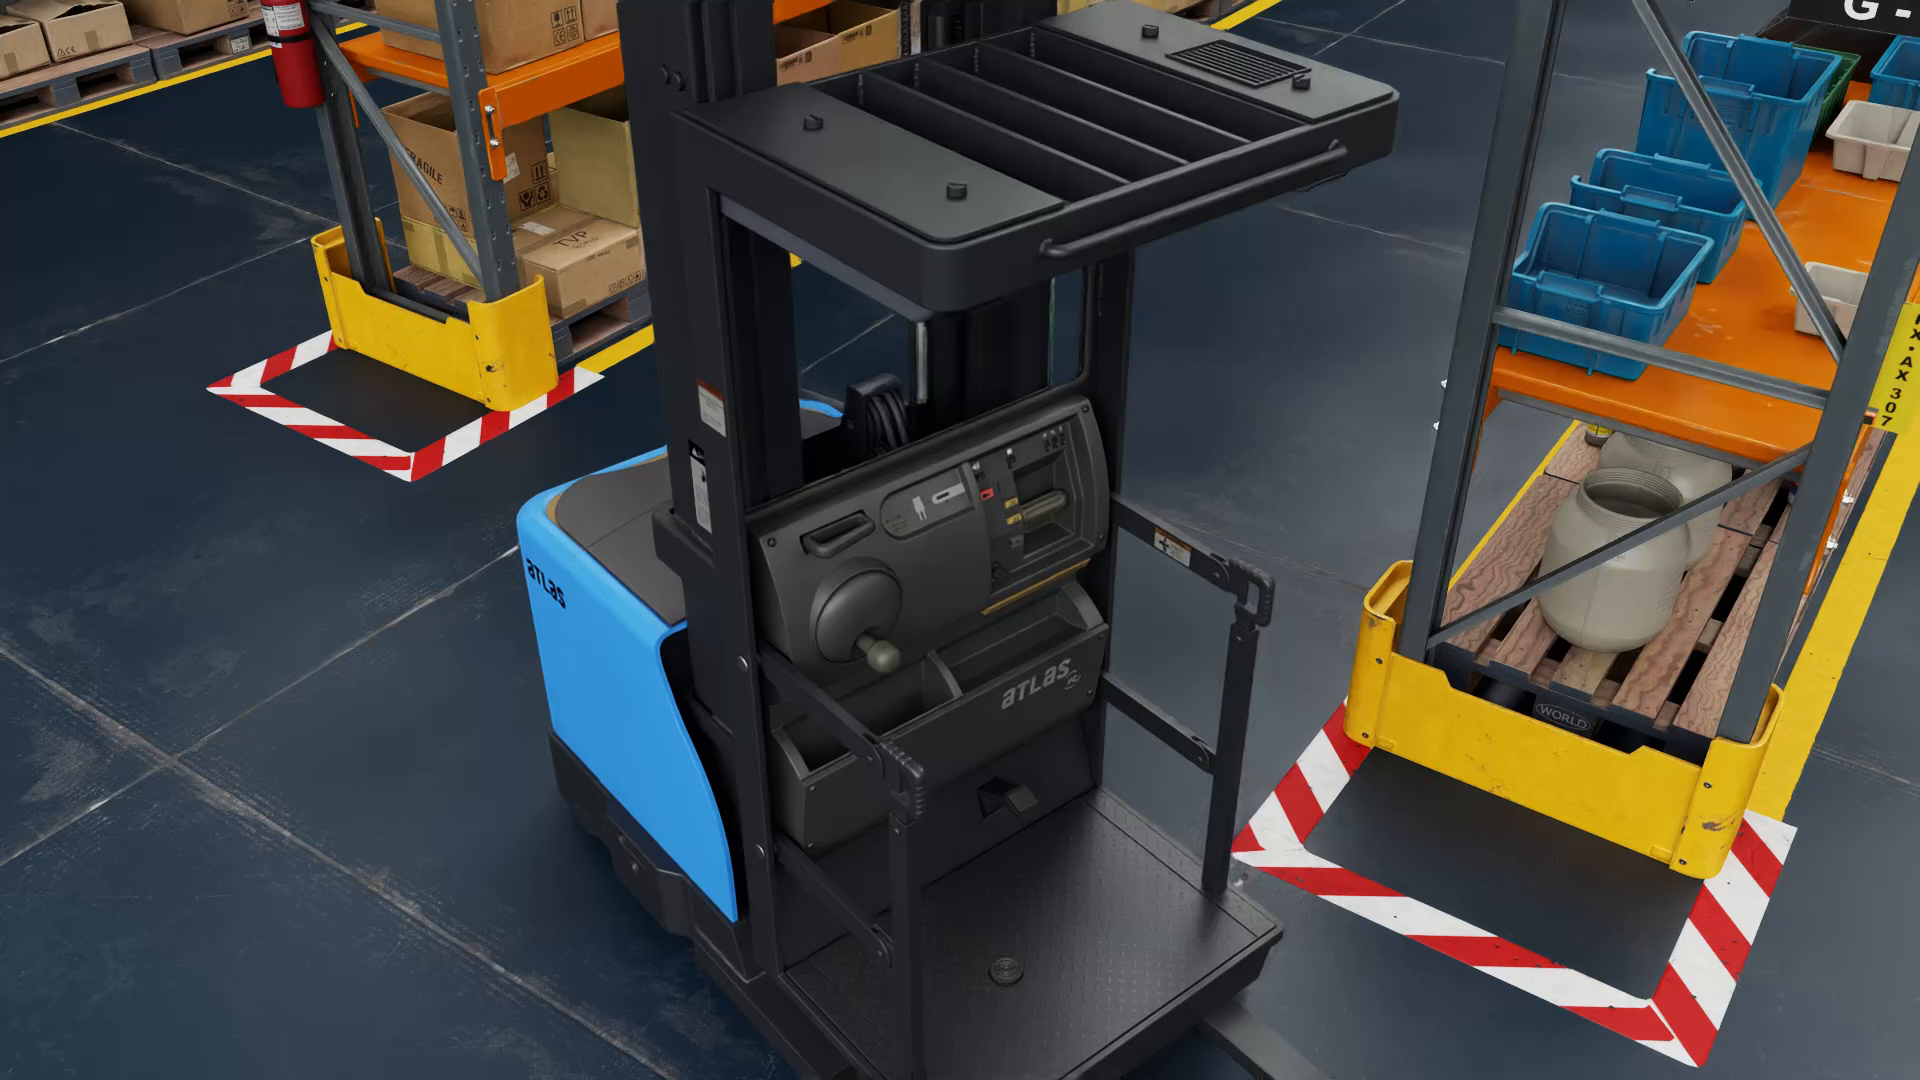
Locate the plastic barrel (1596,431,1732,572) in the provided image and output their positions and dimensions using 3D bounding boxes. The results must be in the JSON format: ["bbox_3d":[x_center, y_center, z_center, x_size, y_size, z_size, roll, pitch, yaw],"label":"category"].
[{"bbox_3d":[2.378,-0.166,5.664,0.421,0.512,0.421,0,34,0],"label":"plastic barrel"}]

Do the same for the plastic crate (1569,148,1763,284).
[{"bbox_3d":[2.194,-1.026,5.222,0.499,0.251,0.408,21,39,28],"label":"plastic crate"}]

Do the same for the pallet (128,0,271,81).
[{"bbox_3d":[-5.128,-3.431,11.135,1.003,0.211,1.213,21,39,28],"label":"pallet"}]

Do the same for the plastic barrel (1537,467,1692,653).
[{"bbox_3d":[2.092,0.065,5.323,0.421,0.512,0.421,0,34,0],"label":"plastic barrel"}]

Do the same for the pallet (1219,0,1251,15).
[{"bbox_3d":[1.772,-4.209,12.285,1.003,0.211,1.213,21,39,28],"label":"pallet"}]

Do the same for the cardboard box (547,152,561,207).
[{"bbox_3d":[-1.950,-1.659,8.105,0.500,0.250,0.500,21,39,28],"label":"cardboard box"}]

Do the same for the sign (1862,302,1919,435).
[{"bbox_3d":[2.229,-0.402,3.919,0.100,0.325,0.005,21,39,28],"label":"sign"}]

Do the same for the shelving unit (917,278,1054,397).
[{"bbox_3d":[0.094,-0.573,6.027,0.258,1.200,0.503,21,39,28],"label":"shelving unit"}]

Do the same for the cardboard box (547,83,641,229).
[{"bbox_3d":[-1.516,-1.801,7.645,0.500,0.500,0.500,21,39,28],"label":"cardboard box"}]

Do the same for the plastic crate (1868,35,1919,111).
[{"bbox_3d":[3.652,-1.648,6.142,0.499,0.251,0.616,21,39,28],"label":"plastic crate"}]

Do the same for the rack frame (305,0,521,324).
[{"bbox_3d":[-2.288,-2.049,6.602,1.000,3.000,0.127,21,39,28],"label":"rack frame"}]

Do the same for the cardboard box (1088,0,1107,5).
[{"bbox_3d":[0.723,-3.496,10.321,0.500,0.311,0.500,21,39,28],"label":"cardboard box"}]

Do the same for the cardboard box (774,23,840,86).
[{"bbox_3d":[-0.942,-2.259,8.324,0.500,0.500,0.500,21,39,28],"label":"cardboard box"}]

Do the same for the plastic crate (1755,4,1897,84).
[{"bbox_3d":[3.657,-2.080,6.703,0.767,0.338,0.504,21,39,28],"label":"plastic crate"}]

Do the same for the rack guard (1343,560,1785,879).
[{"bbox_3d":[1.784,0.521,5.034,1.175,0.500,0.348,21,39,28],"label":"rack guard"}]

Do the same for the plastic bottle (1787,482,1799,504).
[{"bbox_3d":[3.069,-0.252,5.987,0.097,0.271,0.097,0,34,0],"label":"plastic bottle"}]

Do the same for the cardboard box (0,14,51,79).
[{"bbox_3d":[-5.891,-2.987,9.997,0.500,0.311,0.500,17,37,23],"label":"cardboard box"}]

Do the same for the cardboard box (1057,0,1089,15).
[{"bbox_3d":[0.433,-3.267,9.983,0.500,0.311,0.500,21,40,28],"label":"cardboard box"}]

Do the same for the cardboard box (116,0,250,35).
[{"bbox_3d":[-5.107,-3.650,10.808,0.700,0.500,0.500,19,38,25],"label":"cardboard box"}]

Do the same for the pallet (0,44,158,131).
[{"bbox_3d":[-5.824,-2.872,10.308,1.003,0.211,1.213,21,39,28],"label":"pallet"}]

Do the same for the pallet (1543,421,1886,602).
[{"bbox_3d":[2.948,-0.291,6.492,1.003,0.211,1.213,21,39,28],"label":"pallet"}]

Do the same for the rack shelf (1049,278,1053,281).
[{"bbox_3d":[0.094,-0.918,5.793,0.258,0.148,0.480,21,39,28],"label":"rack shelf"}]

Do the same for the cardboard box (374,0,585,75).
[{"bbox_3d":[-2.011,-2.301,6.885,0.700,0.500,0.500,21,39,28],"label":"cardboard box"}]

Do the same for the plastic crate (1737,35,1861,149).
[{"bbox_3d":[3.054,-1.683,6.251,0.450,0.188,0.662,21,39,28],"label":"plastic crate"}]

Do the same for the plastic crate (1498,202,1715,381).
[{"bbox_3d":[1.819,-0.729,4.783,0.499,0.251,0.616,21,39,28],"label":"plastic crate"}]

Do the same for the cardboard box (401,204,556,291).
[{"bbox_3d":[-2.225,-1.425,7.759,0.500,0.250,0.500,21,39,28],"label":"cardboard box"}]

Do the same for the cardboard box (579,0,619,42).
[{"bbox_3d":[-1.716,-2.544,7.245,0.700,0.500,0.500,22,40,29],"label":"cardboard box"}]

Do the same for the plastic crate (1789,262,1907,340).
[{"bbox_3d":[2.554,-0.665,4.790,0.298,0.136,0.250,21,39,28],"label":"plastic crate"}]

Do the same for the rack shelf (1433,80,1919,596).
[{"bbox_3d":[2.920,-1.087,5.822,1.077,0.370,4.000,21,39,28],"label":"rack shelf"}]

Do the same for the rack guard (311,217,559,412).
[{"bbox_3d":[-2.302,-1.002,7.286,1.175,0.500,0.348,21,39,28],"label":"rack guard"}]

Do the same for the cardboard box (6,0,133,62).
[{"bbox_3d":[-5.566,-3.250,10.385,0.500,0.311,0.500,25,41,32],"label":"cardboard box"}]

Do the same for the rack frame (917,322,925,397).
[{"bbox_3d":[-0.045,-0.461,5.860,0.240,1.200,0.015,21,39,28],"label":"rack frame"}]

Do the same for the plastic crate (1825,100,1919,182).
[{"bbox_3d":[3.342,-1.368,5.831,0.530,0.136,0.437,21,39,28],"label":"plastic crate"}]

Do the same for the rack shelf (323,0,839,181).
[{"bbox_3d":[-1.147,-2.671,8.164,1.077,0.370,4.000,21,39,28],"label":"rack shelf"}]

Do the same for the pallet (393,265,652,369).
[{"bbox_3d":[-1.886,-1.259,7.923,1.003,0.211,1.213,21,39,28],"label":"pallet"}]

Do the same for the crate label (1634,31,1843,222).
[{"bbox_3d":[2.607,-1.413,5.630,0.502,0.435,0.616,21,39,28],"label":"crate label"}]

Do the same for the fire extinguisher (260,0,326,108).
[{"bbox_3d":[-2.737,-2.111,6.762,0.296,0.674,0.183,21,39,28],"label":"fire extinguisher"}]

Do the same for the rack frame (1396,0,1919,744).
[{"bbox_3d":[1.779,-0.465,4.260,1.000,3.000,0.127,21,39,28],"label":"rack frame"}]

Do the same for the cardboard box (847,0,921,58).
[{"bbox_3d":[-0.387,-2.725,9.013,0.500,0.500,0.500,21,39,28],"label":"cardboard box"}]

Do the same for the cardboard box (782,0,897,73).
[{"bbox_3d":[-0.669,-2.494,8.671,0.500,0.500,0.500,21,39,28],"label":"cardboard box"}]

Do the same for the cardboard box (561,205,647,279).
[{"bbox_3d":[-1.517,-1.491,7.856,0.500,0.250,0.500,21,39,28],"label":"cardboard box"}]

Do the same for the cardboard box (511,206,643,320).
[{"bbox_3d":[-1.799,-1.259,7.514,0.500,0.250,0.500,21,39,28],"label":"cardboard box"}]

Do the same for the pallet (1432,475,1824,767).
[{"bbox_3d":[2.252,0.268,5.665,1.003,0.211,1.213,21,39,28],"label":"pallet"}]

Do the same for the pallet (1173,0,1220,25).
[{"bbox_3d":[1.076,-3.650,11.458,1.003,0.211,1.213,21,39,28],"label":"pallet"}]

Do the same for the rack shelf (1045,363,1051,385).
[{"bbox_3d":[0.094,-0.520,6.062,0.258,0.148,0.480,21,39,28],"label":"rack shelf"}]

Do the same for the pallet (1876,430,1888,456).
[{"bbox_3d":[3.643,-0.855,7.325,1.003,0.211,1.213,21,39,28],"label":"pallet"}]

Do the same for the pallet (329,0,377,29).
[{"bbox_3d":[-4.433,-3.994,11.968,1.003,0.211,1.213,21,39,28],"label":"pallet"}]

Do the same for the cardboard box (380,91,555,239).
[{"bbox_3d":[-2.227,-1.736,7.550,0.500,0.500,0.500,21,39,28],"label":"cardboard box"}]

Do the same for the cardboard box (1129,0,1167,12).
[{"bbox_3d":[1.012,-3.505,10.835,0.500,0.250,0.500,20,39,27],"label":"cardboard box"}]

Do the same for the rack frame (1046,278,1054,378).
[{"bbox_3d":[0.234,-0.685,6.193,0.240,1.200,0.015,21,39,28],"label":"rack frame"}]

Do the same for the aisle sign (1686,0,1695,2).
[{"bbox_3d":[1.494,-1.603,3.623,0.394,0.787,0.004,21,39,28],"label":"aisle sign"}]

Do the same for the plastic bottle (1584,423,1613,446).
[{"bbox_3d":[2.466,-0.473,6.377,0.097,0.201,0.097,0,34,0],"label":"plastic bottle"}]

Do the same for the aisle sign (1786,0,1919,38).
[{"bbox_3d":[1.979,-1.415,3.344,0.394,0.787,0.004,21,39,28],"label":"aisle sign"}]

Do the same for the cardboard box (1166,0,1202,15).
[{"bbox_3d":[1.303,-3.739,11.181,0.500,0.250,0.500,22,40,29],"label":"cardboard box"}]

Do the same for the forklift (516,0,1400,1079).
[{"bbox_3d":[0.103,0.038,3.577,1.130,2.935,3.031,-25,41,-32],"label":"forklift"}]

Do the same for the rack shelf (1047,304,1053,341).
[{"bbox_3d":[0.094,-0.719,5.928,0.258,0.148,0.480,21,39,28],"label":"rack shelf"}]
